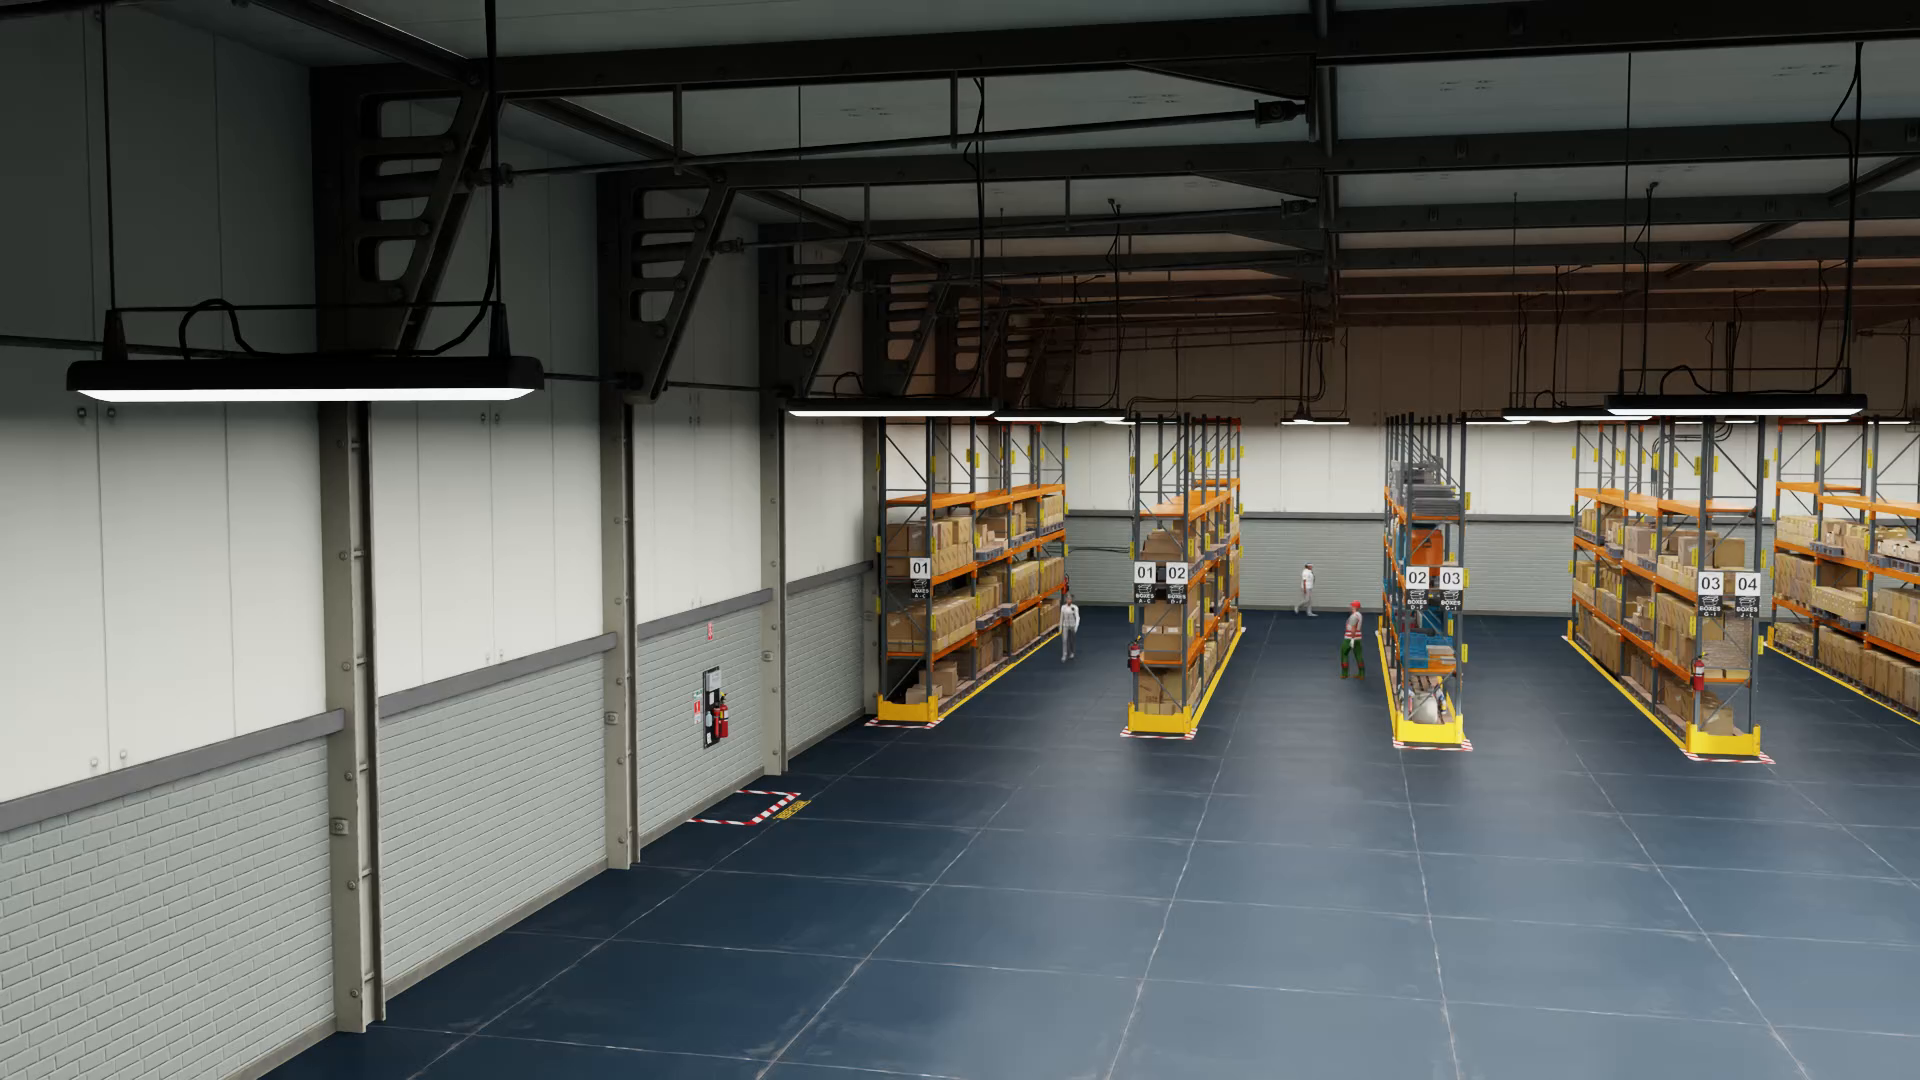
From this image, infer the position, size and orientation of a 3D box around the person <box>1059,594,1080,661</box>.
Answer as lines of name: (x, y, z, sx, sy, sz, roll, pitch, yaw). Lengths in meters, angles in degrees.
person: (2.687, 2.121, 40.765, 0.504, 1.624, 1.015, 0, 4, 3)

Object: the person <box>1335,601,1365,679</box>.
person: (8.969, 2.294, 37.874, 0.588, 1.821, 0.615, -2, 4, -30)

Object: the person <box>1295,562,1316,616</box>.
person: (10.473, 1.480, 50.359, 0.609, 1.655, 0.504, 3, 5, 36)
